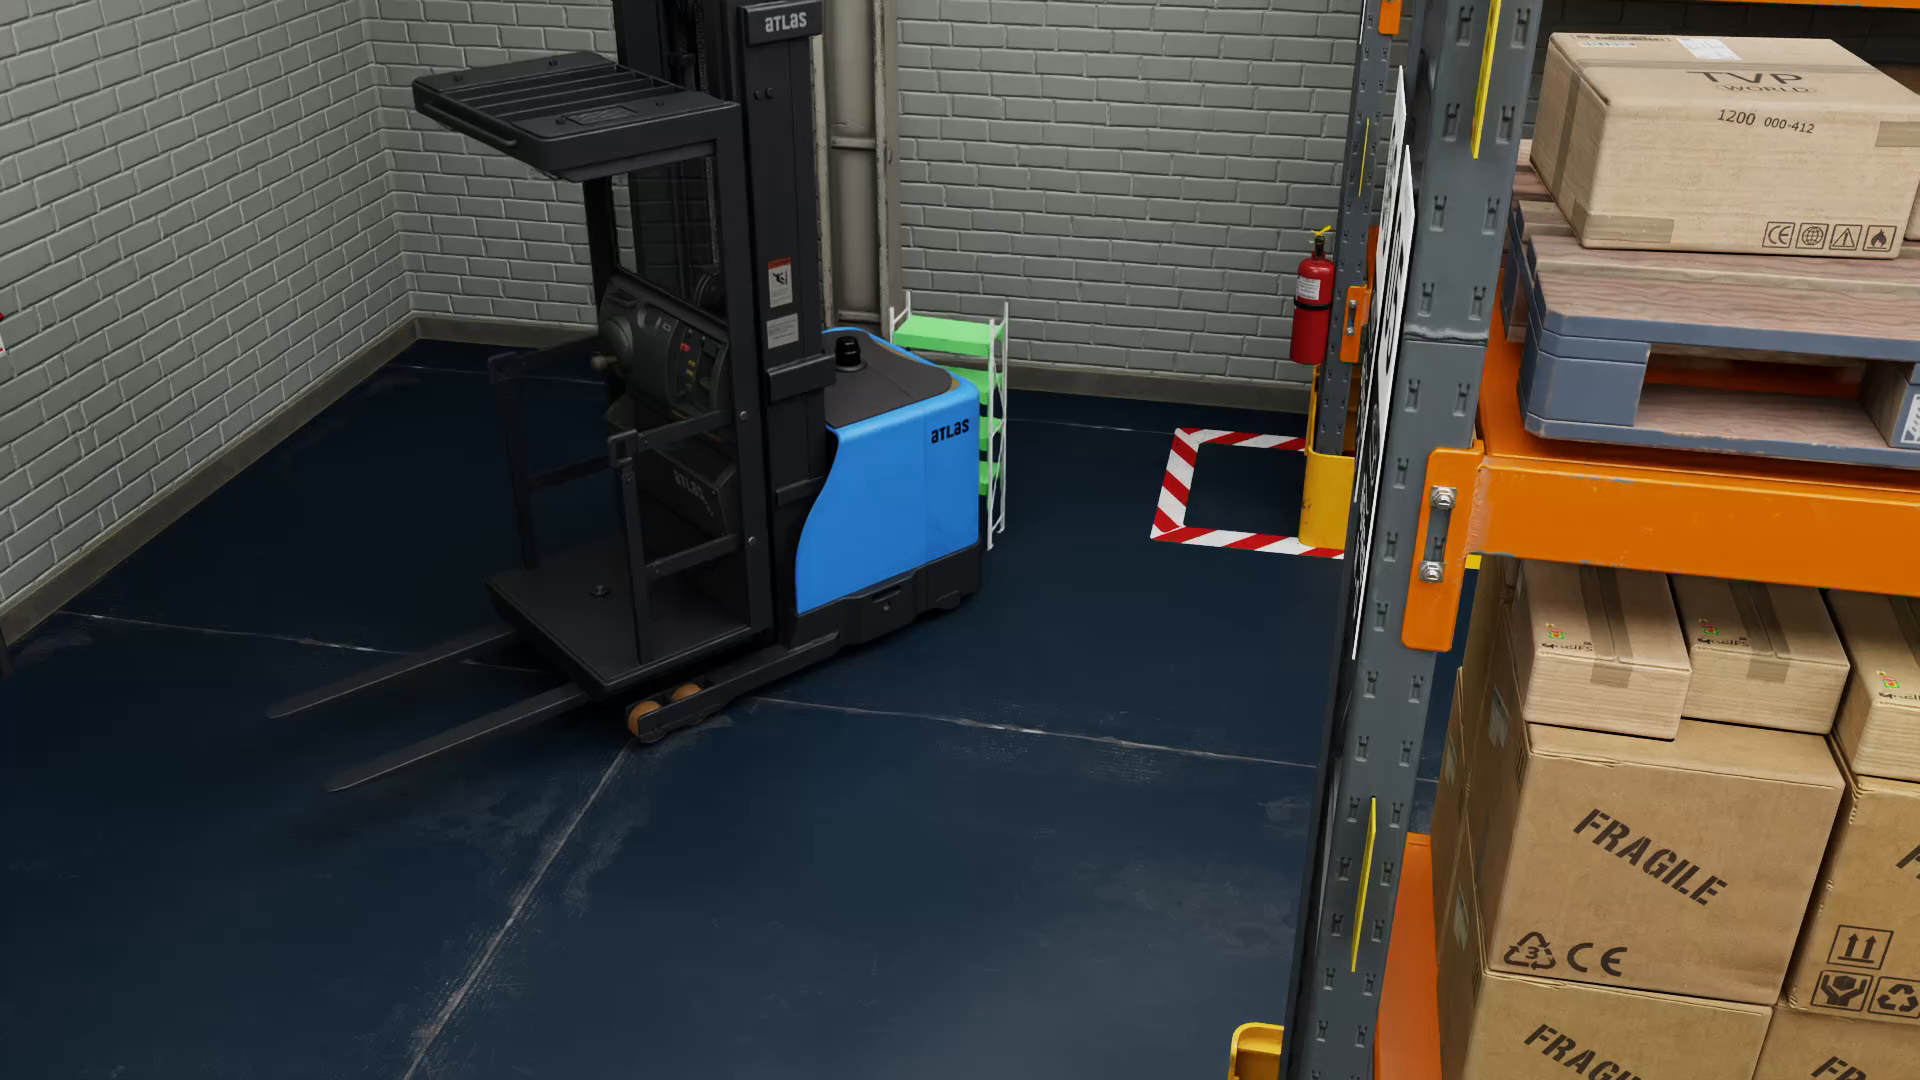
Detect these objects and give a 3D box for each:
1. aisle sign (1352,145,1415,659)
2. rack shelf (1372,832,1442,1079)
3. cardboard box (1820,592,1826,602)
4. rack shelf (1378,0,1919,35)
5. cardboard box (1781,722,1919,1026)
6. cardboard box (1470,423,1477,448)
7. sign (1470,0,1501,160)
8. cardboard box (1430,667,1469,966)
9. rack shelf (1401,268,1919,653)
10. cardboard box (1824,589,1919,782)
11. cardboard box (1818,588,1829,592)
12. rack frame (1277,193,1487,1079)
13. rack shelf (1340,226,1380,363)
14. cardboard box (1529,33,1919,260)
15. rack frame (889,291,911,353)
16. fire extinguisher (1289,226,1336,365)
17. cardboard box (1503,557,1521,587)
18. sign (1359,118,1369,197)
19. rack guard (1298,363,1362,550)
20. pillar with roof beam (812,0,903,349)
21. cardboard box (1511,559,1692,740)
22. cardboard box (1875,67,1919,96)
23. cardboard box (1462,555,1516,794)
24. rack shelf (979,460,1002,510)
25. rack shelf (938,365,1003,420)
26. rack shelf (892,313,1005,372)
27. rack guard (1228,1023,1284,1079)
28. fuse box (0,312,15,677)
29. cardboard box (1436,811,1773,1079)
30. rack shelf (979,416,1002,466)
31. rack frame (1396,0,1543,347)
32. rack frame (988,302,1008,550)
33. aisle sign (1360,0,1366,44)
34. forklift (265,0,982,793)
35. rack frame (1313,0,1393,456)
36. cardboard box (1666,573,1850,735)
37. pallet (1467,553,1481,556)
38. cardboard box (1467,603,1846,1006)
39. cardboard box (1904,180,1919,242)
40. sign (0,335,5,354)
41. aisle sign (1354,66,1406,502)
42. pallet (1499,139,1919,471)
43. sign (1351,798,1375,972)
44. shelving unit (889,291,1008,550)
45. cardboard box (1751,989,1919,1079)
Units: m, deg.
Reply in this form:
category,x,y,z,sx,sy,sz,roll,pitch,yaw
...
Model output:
category,x,y,z,sx,sy,sz,roll,pitch,yaw
aisle sign,0.719,-0.233,2.844,0.004,0.787,0.394,6,29,11
rack shelf,2.806,1.295,3.510,4.000,0.370,1.077,6,29,11
cardboard box,1.888,0.272,3.485,0.500,0.500,0.500,6,29,11
rack shelf,3.838,-2.352,7.049,4.000,0.370,1.077,6,29,11
cardboard box,1.766,0.527,3.019,0.500,0.500,0.500,5,29,9
cardboard box,2.461,-0.536,8.268,0.637,0.503,0.797,5,29,9
sign,0.728,-0.695,2.280,0.005,0.325,0.100,6,29,11
cardboard box,1.377,0.659,3.819,0.500,0.500,0.500,6,29,11
rack shelf,2.806,-0.021,2.790,4.000,0.370,1.077,6,29,11
cardboard box,1.640,0.250,2.849,0.250,0.149,0.380,7,29,12
cardboard box,1.766,-0.046,3.389,0.250,0.149,0.380,6,29,10
rack frame,0.850,0.779,3.704,0.127,3.000,1.000,6,29,11
rack shelf,3.838,-1.037,7.769,4.000,0.370,1.077,6,29,11
cardboard box,1.309,-0.696,2.890,0.500,0.250,0.500,3,29,6
rack frame,-0.283,-0.605,8.106,0.015,1.200,0.240,9,30,16
fire extinguisher,1.642,-1.153,7.701,0.183,0.674,0.296,6,29,11
cardboard box,1.242,-0.046,3.390,0.250,0.149,0.380,6,29,11
sign,1.769,-1.678,7.289,0.005,0.325,0.100,6,29,11
rack guard,1.957,-0.449,8.549,0.348,0.500,1.175,6,29,11
pillar with roof beam,-1.465,-2.856,4.096,0.400,9.000,9.100,6,29,11
cardboard box,1.139,0.177,2.981,0.250,0.149,0.380,6,29,12
cardboard box,4.394,-1.819,7.515,0.500,0.500,0.500,5,29,9
cardboard box,1.371,0.233,3.556,0.500,0.500,0.500,7,29,12
rack shelf,-0.052,-0.302,8.184,0.480,0.148,0.258,9,30,16
rack shelf,-0.052,-0.723,7.954,0.480,0.148,0.258,9,30,16
rack shelf,-0.052,-0.933,7.839,0.480,0.148,0.258,9,30,16
rack guard,0.826,1.873,4.309,0.348,0.500,1.175,6,29,11
fuse box,-4.088,-0.182,6.801,0.414,1.711,0.539,6,29,11
cardboard box,1.259,0.918,3.346,0.500,0.500,0.500,6,29,10
rack shelf,-0.052,-0.512,8.069,0.480,0.148,0.258,9,30,16
rack frame,0.850,-1.853,2.263,0.127,3.000,1.000,6,29,11
rack frame,0.180,-0.531,7.971,0.015,1.200,0.240,9,30,16
aisle sign,1.755,-2.562,7.099,0.004,0.787,0.394,6,29,11
forklift,-1.358,-0.750,6.567,3.031,2.935,1.130,-22,35,-34
rack frame,1.883,-1.553,7.962,0.127,3.000,1.000,6,29,11
cardboard box,1.410,0.170,2.995,0.250,0.149,0.380,7,29,12
pallet,2.737,-0.242,8.473,1.213,0.211,1.003,6,29,11
cardboard box,1.260,0.478,3.107,0.500,0.500,0.500,5,29,9
cardboard box,1.735,-0.647,2.906,0.250,0.149,0.380,4,29,7
sign,-4.188,-0.959,6.976,0.001,0.494,0.329,6,29,11
aisle sign,0.844,-0.514,3.359,0.004,0.787,0.394,6,29,11
pallet,1.577,-0.429,2.878,1.213,0.211,1.003,6,29,11
sign,0.728,0.624,3.002,0.005,0.325,0.100,6,29,11
shelving unit,-0.052,-0.568,8.038,0.503,1.200,0.258,9,30,16
cardboard box,1.760,0.956,3.277,0.500,0.500,0.500,5,29,10
